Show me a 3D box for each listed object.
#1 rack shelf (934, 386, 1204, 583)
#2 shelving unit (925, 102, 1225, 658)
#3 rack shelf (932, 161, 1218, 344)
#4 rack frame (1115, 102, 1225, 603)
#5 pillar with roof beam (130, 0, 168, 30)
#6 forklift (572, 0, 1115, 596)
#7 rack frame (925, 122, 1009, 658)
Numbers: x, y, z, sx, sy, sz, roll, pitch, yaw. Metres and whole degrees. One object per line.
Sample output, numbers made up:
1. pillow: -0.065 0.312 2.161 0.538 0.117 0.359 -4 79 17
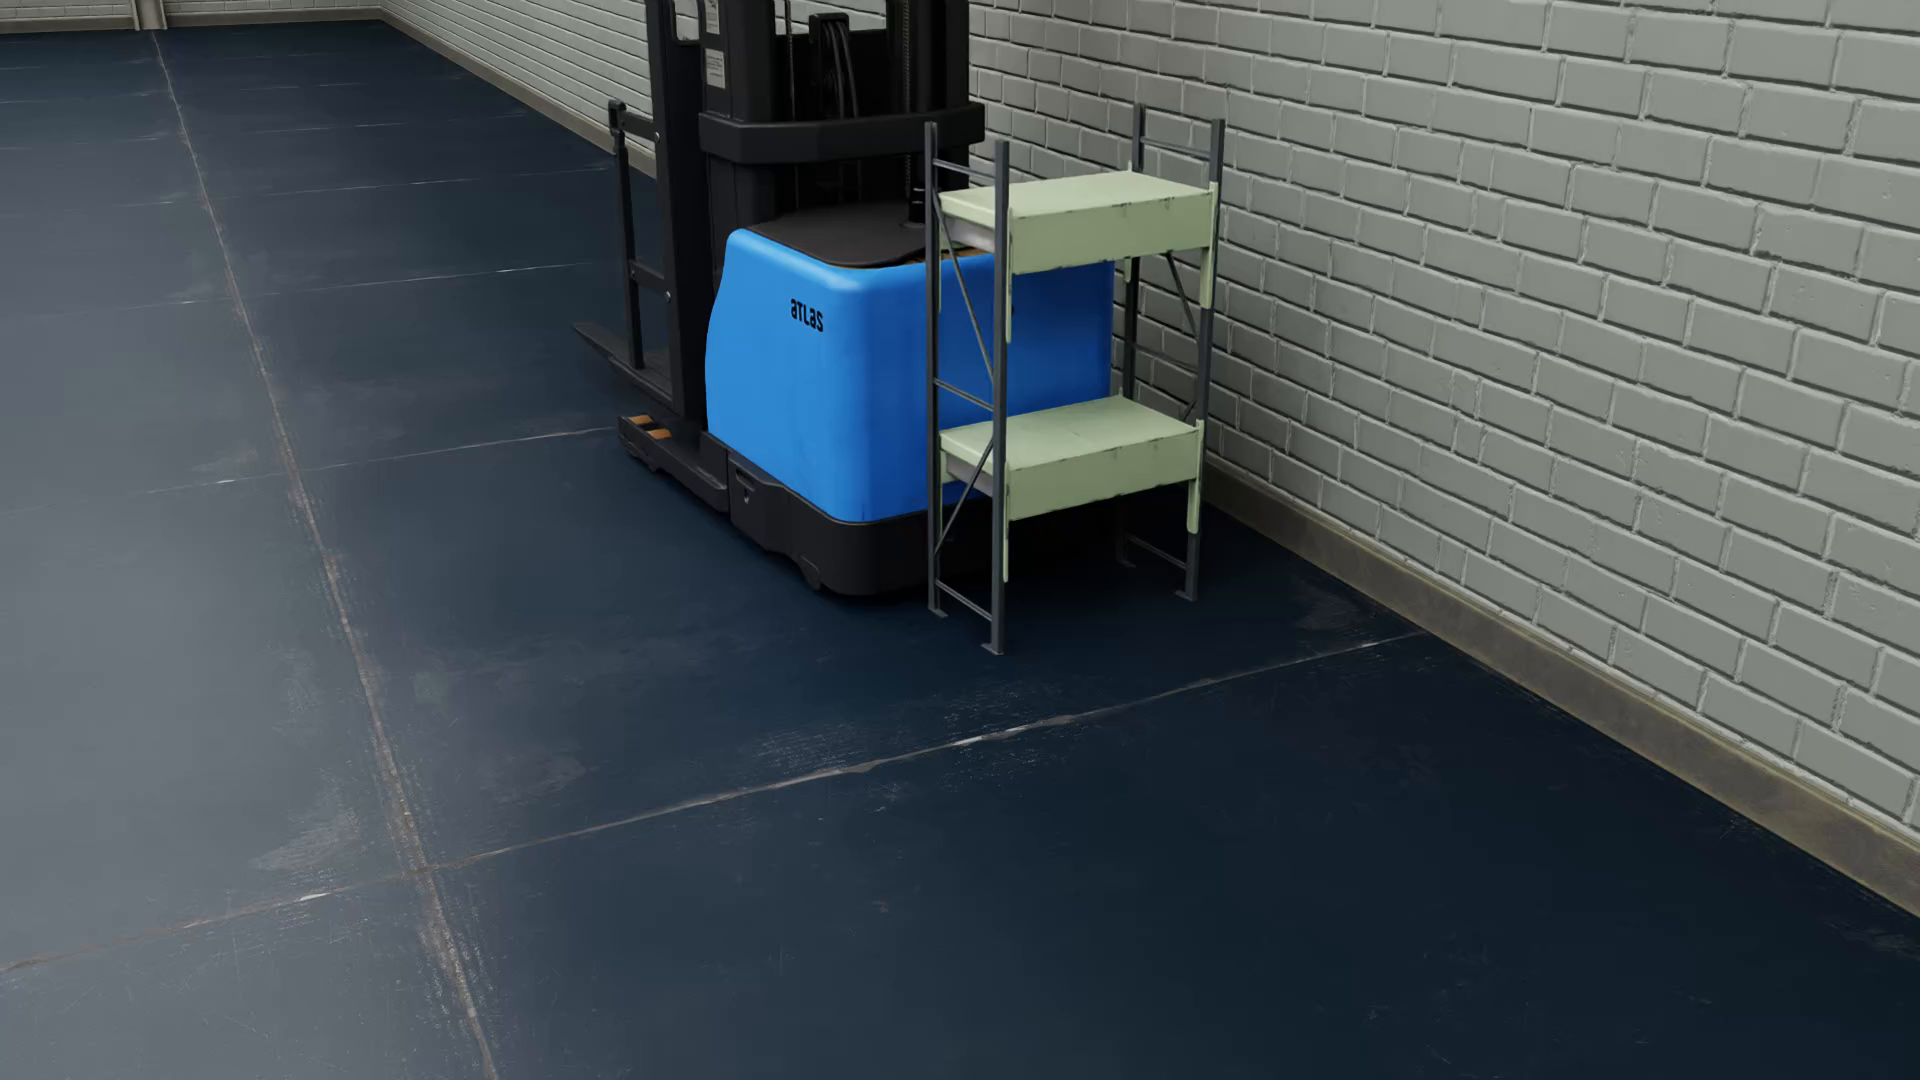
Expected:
1. rack shelf: 0.326 -0.186 5.090 0.720 0.370 0.431 -13 26 -29
2. shelving unit: 0.326 -0.487 4.965 0.755 1.500 0.431 -13 26 -29
3. rack shelf: 0.326 -0.847 4.816 0.720 0.370 0.431 -13 26 -29
4. rack frame: 0.637 -0.561 5.143 0.023 1.500 0.400 -13 26 -29
5. pillar with roof beam: -9.004 -9.549 17.053 0.400 9.000 9.100 -10 25 -24
6. forklift: -0.685 -1.698 6.020 1.130 2.935 3.031 -13 26 -29
7. rack frame: 0.015 -0.413 4.786 0.023 1.500 0.400 -13 26 -29
